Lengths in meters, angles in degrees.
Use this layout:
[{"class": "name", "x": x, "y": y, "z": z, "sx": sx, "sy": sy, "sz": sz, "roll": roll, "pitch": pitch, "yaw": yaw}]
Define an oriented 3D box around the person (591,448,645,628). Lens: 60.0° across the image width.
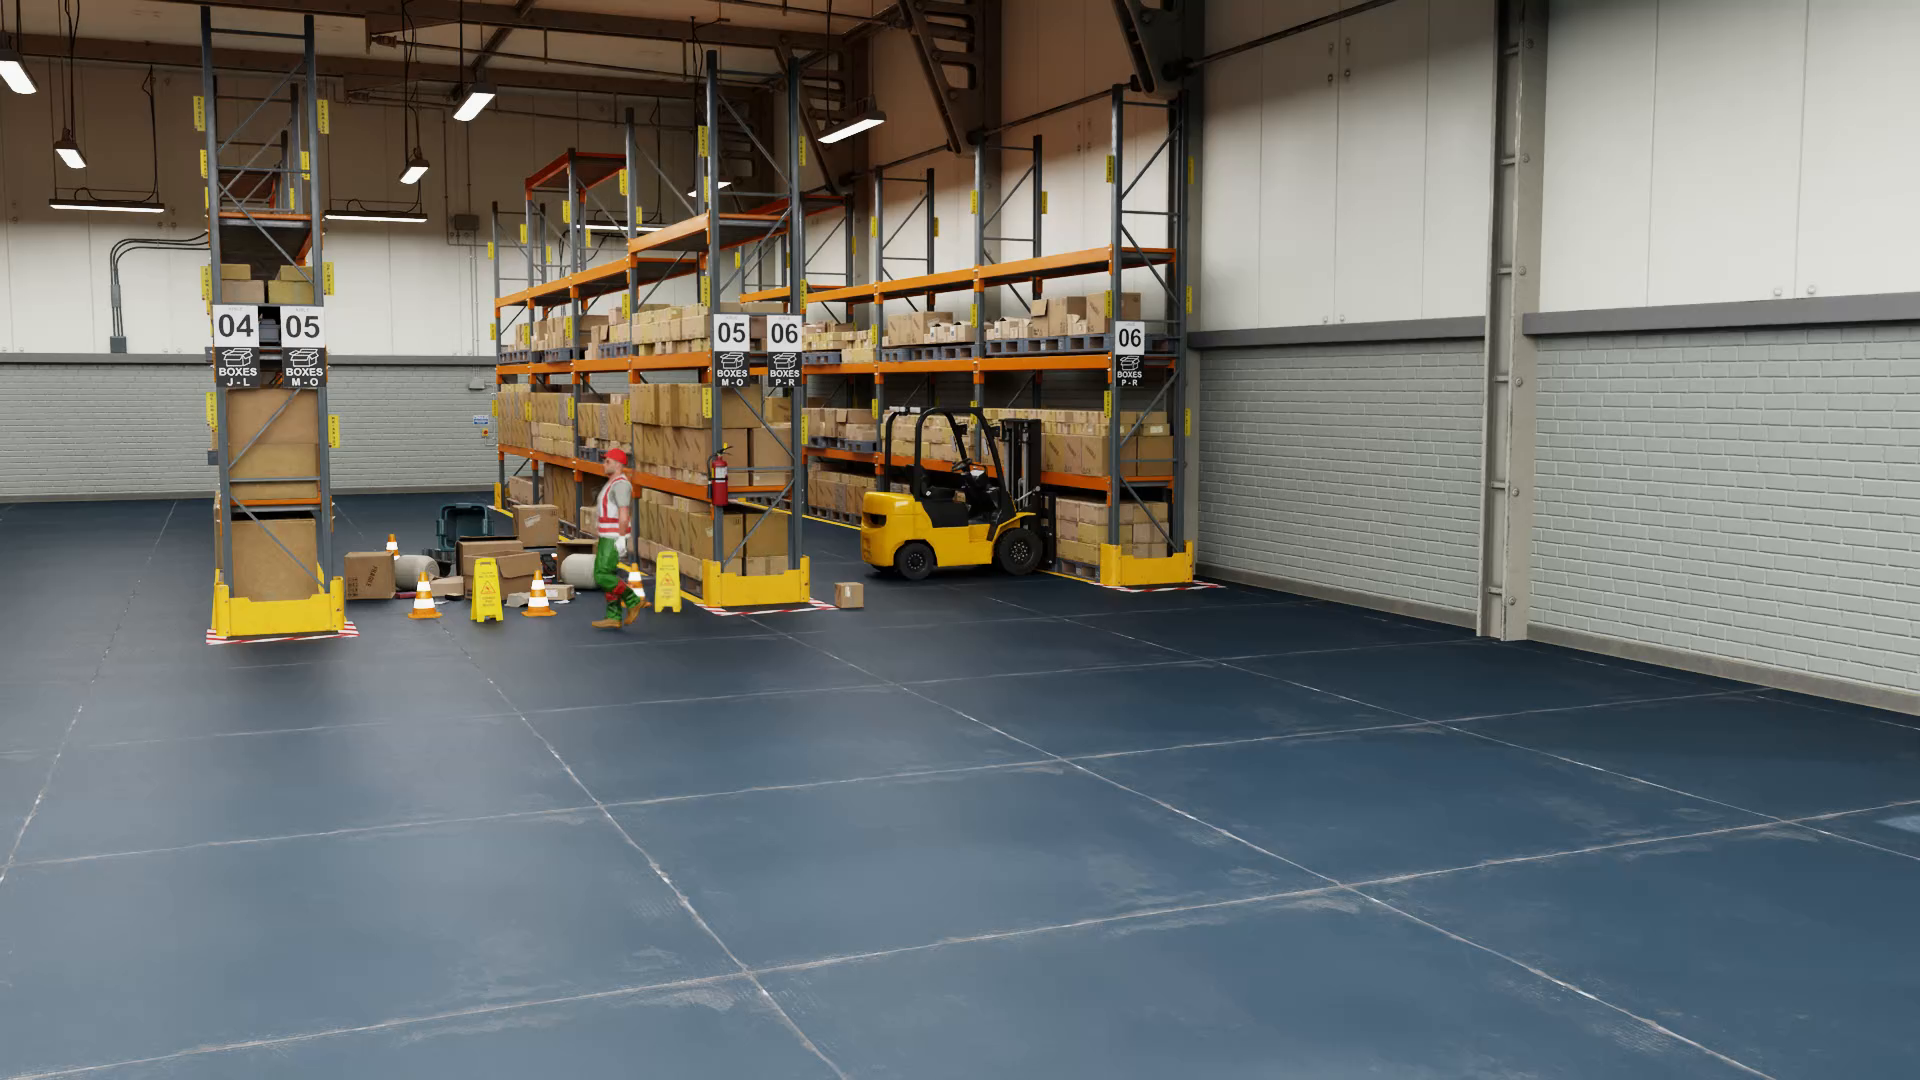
[{"class": "person", "x": -3.410, "y": -0.017, "z": 16.479, "sx": 0.514, "sy": 1.782, "sz": 0.540, "roll": -2, "pitch": 6, "yaw": -21}]
